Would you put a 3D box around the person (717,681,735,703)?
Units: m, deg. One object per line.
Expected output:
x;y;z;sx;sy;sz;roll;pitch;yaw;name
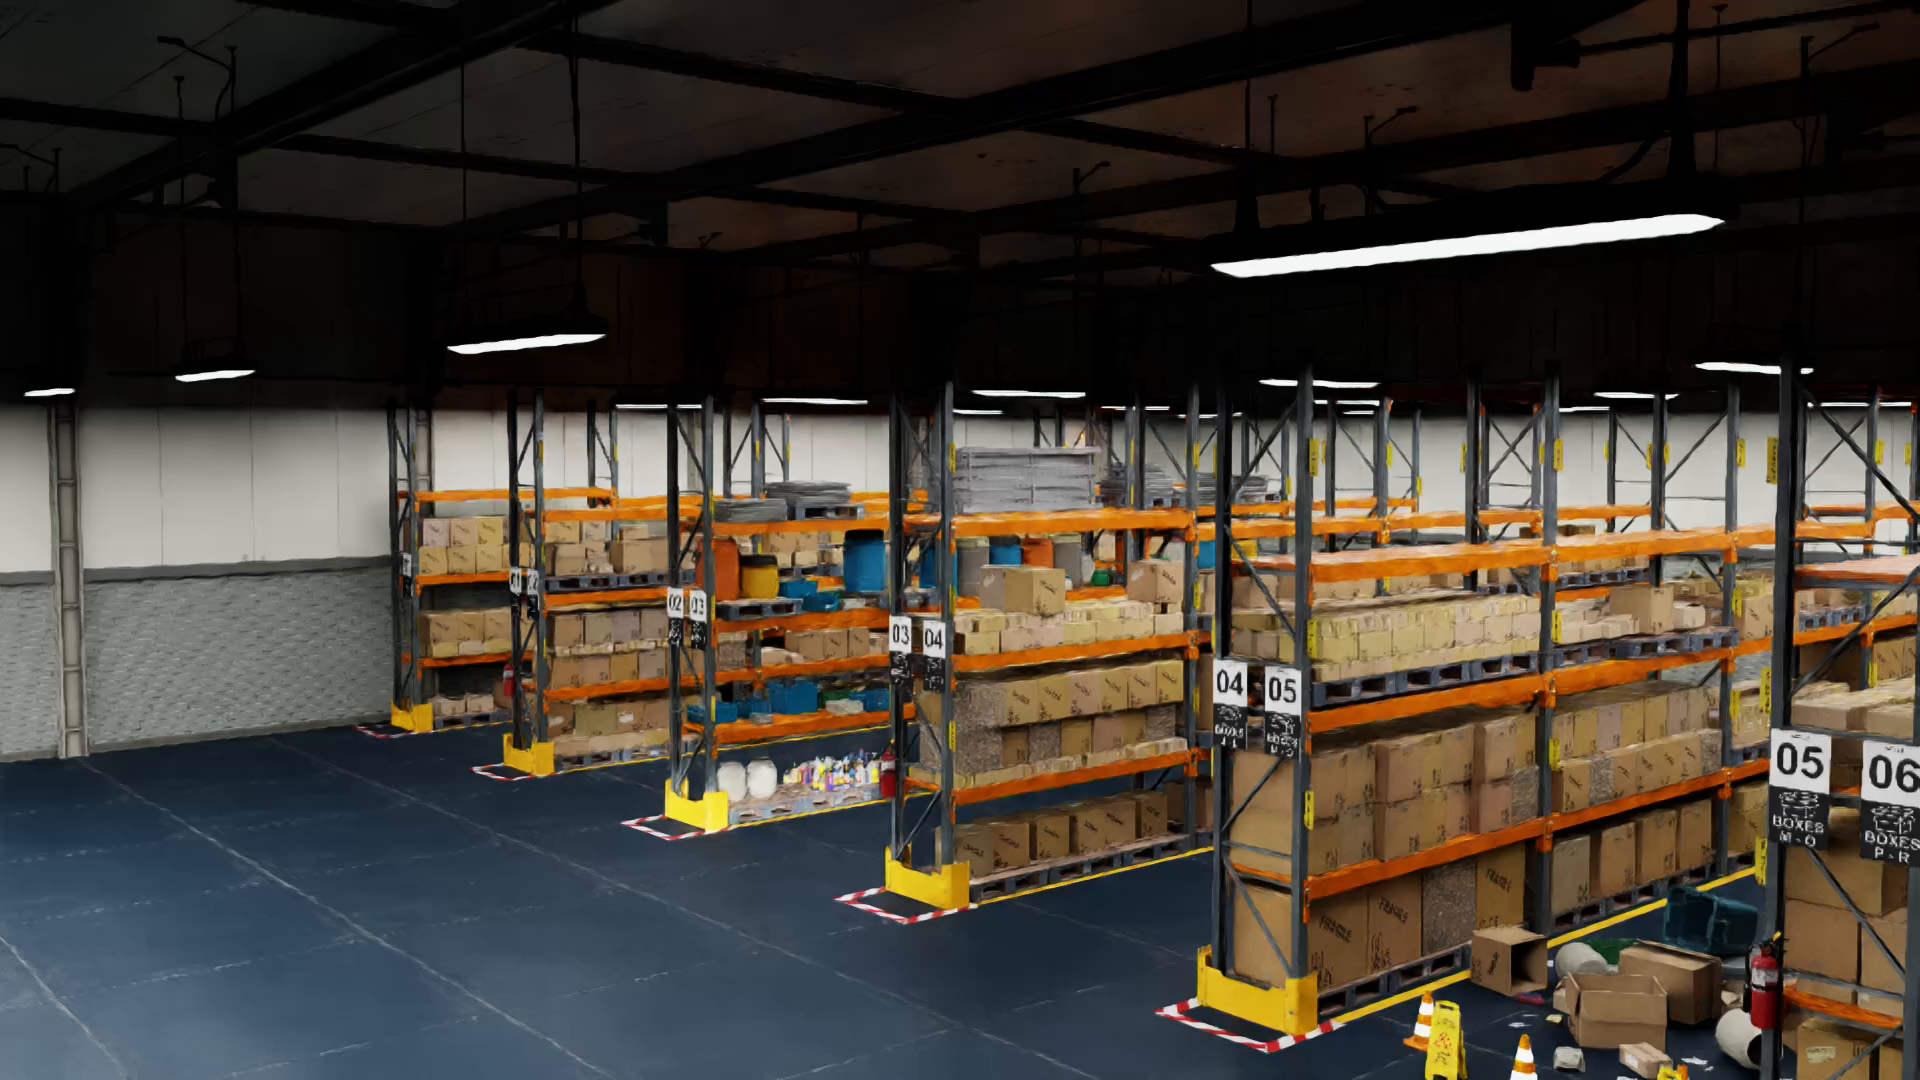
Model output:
-4.622;2.474;32.120;0.490;1.589;0.999;3;4;41;person

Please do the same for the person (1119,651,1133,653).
3.256;2.449;32.934;0.515;1.603;0.593;-3;5;-43;person
